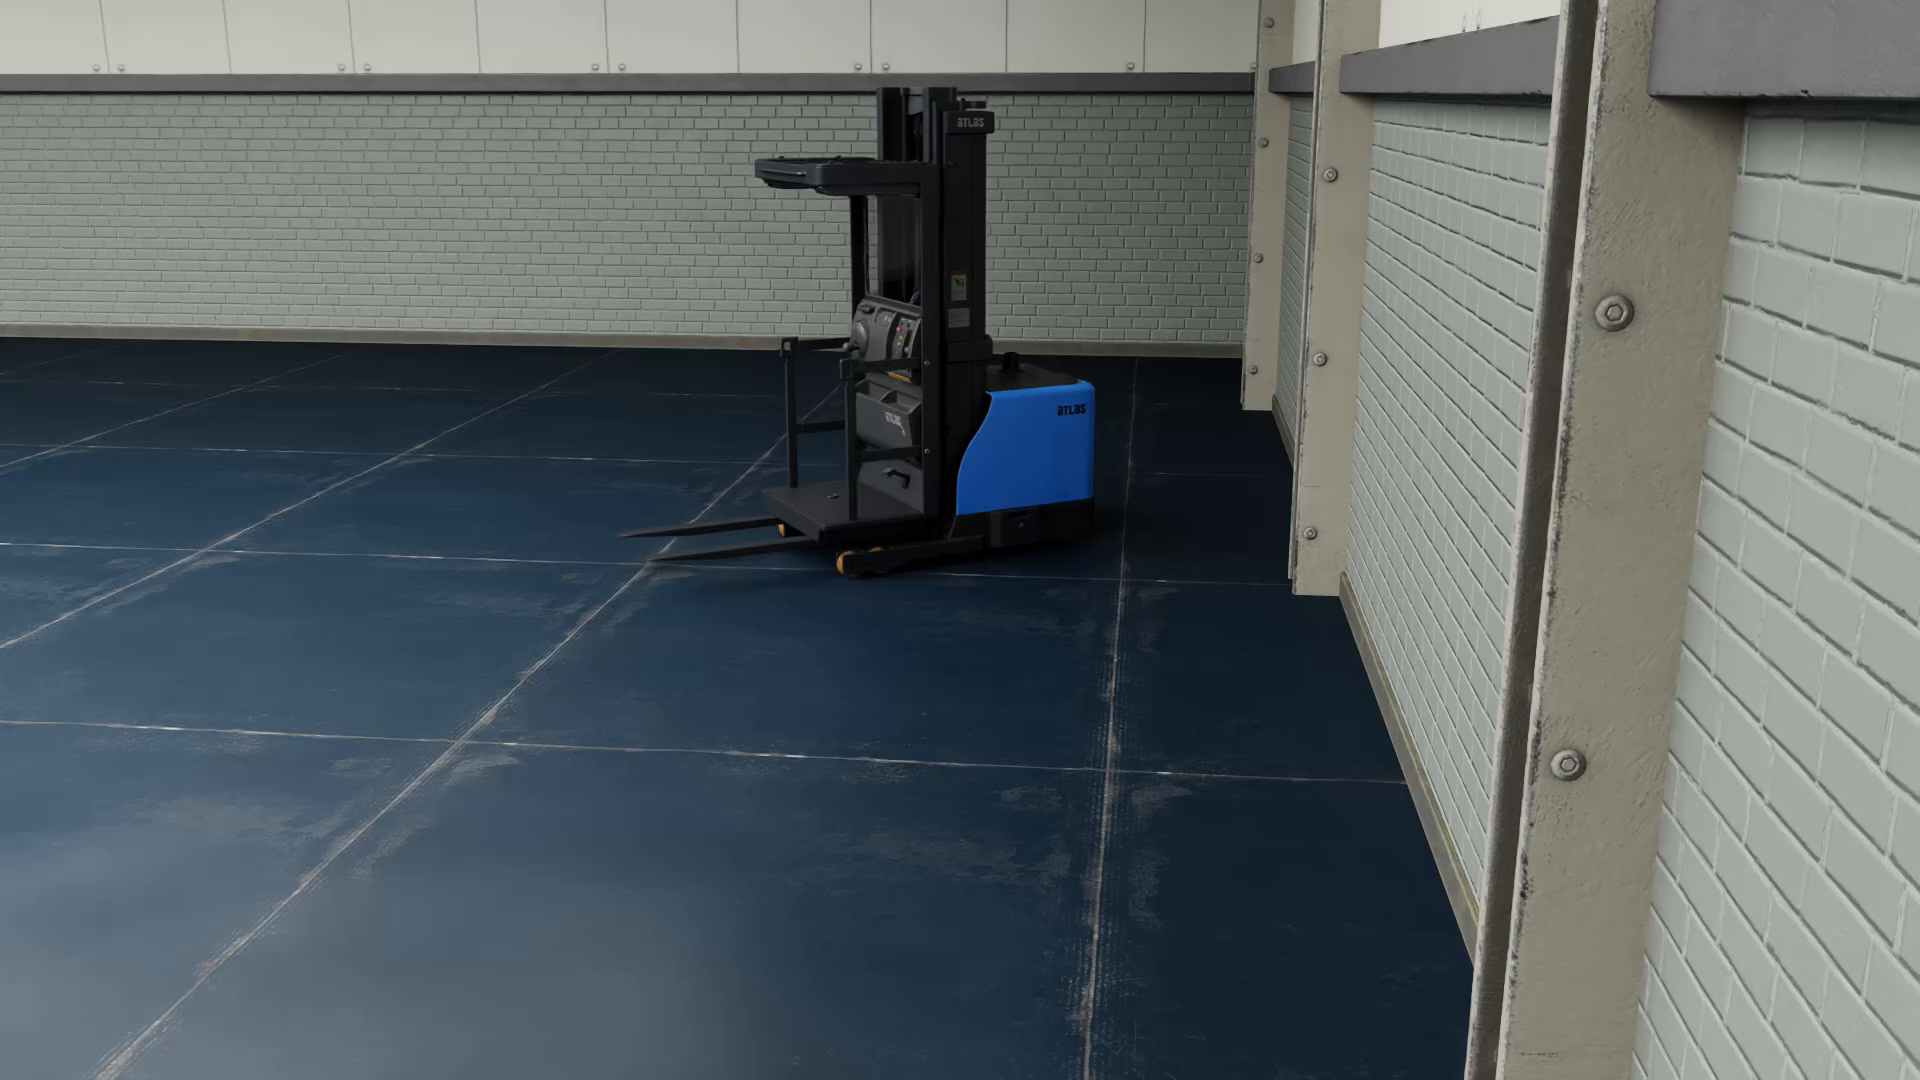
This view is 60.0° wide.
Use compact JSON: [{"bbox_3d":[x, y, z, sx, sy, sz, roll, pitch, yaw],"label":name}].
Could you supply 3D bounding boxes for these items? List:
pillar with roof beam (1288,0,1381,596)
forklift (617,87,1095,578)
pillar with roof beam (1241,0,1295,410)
[{"bbox_3d":[-2.108,-4.192,9.424,9.100,9.000,0.400,2,15,6],"label":"pillar with roof beam"},{"bbox_3d":[-0.653,-1.337,10.490,3.031,2.935,1.130,-8,17,-26],"label":"forklift"},{"bbox_3d":[-1.431,-5.748,15.179,9.100,9.000,0.400,2,15,6],"label":"pillar with roof beam"}]
